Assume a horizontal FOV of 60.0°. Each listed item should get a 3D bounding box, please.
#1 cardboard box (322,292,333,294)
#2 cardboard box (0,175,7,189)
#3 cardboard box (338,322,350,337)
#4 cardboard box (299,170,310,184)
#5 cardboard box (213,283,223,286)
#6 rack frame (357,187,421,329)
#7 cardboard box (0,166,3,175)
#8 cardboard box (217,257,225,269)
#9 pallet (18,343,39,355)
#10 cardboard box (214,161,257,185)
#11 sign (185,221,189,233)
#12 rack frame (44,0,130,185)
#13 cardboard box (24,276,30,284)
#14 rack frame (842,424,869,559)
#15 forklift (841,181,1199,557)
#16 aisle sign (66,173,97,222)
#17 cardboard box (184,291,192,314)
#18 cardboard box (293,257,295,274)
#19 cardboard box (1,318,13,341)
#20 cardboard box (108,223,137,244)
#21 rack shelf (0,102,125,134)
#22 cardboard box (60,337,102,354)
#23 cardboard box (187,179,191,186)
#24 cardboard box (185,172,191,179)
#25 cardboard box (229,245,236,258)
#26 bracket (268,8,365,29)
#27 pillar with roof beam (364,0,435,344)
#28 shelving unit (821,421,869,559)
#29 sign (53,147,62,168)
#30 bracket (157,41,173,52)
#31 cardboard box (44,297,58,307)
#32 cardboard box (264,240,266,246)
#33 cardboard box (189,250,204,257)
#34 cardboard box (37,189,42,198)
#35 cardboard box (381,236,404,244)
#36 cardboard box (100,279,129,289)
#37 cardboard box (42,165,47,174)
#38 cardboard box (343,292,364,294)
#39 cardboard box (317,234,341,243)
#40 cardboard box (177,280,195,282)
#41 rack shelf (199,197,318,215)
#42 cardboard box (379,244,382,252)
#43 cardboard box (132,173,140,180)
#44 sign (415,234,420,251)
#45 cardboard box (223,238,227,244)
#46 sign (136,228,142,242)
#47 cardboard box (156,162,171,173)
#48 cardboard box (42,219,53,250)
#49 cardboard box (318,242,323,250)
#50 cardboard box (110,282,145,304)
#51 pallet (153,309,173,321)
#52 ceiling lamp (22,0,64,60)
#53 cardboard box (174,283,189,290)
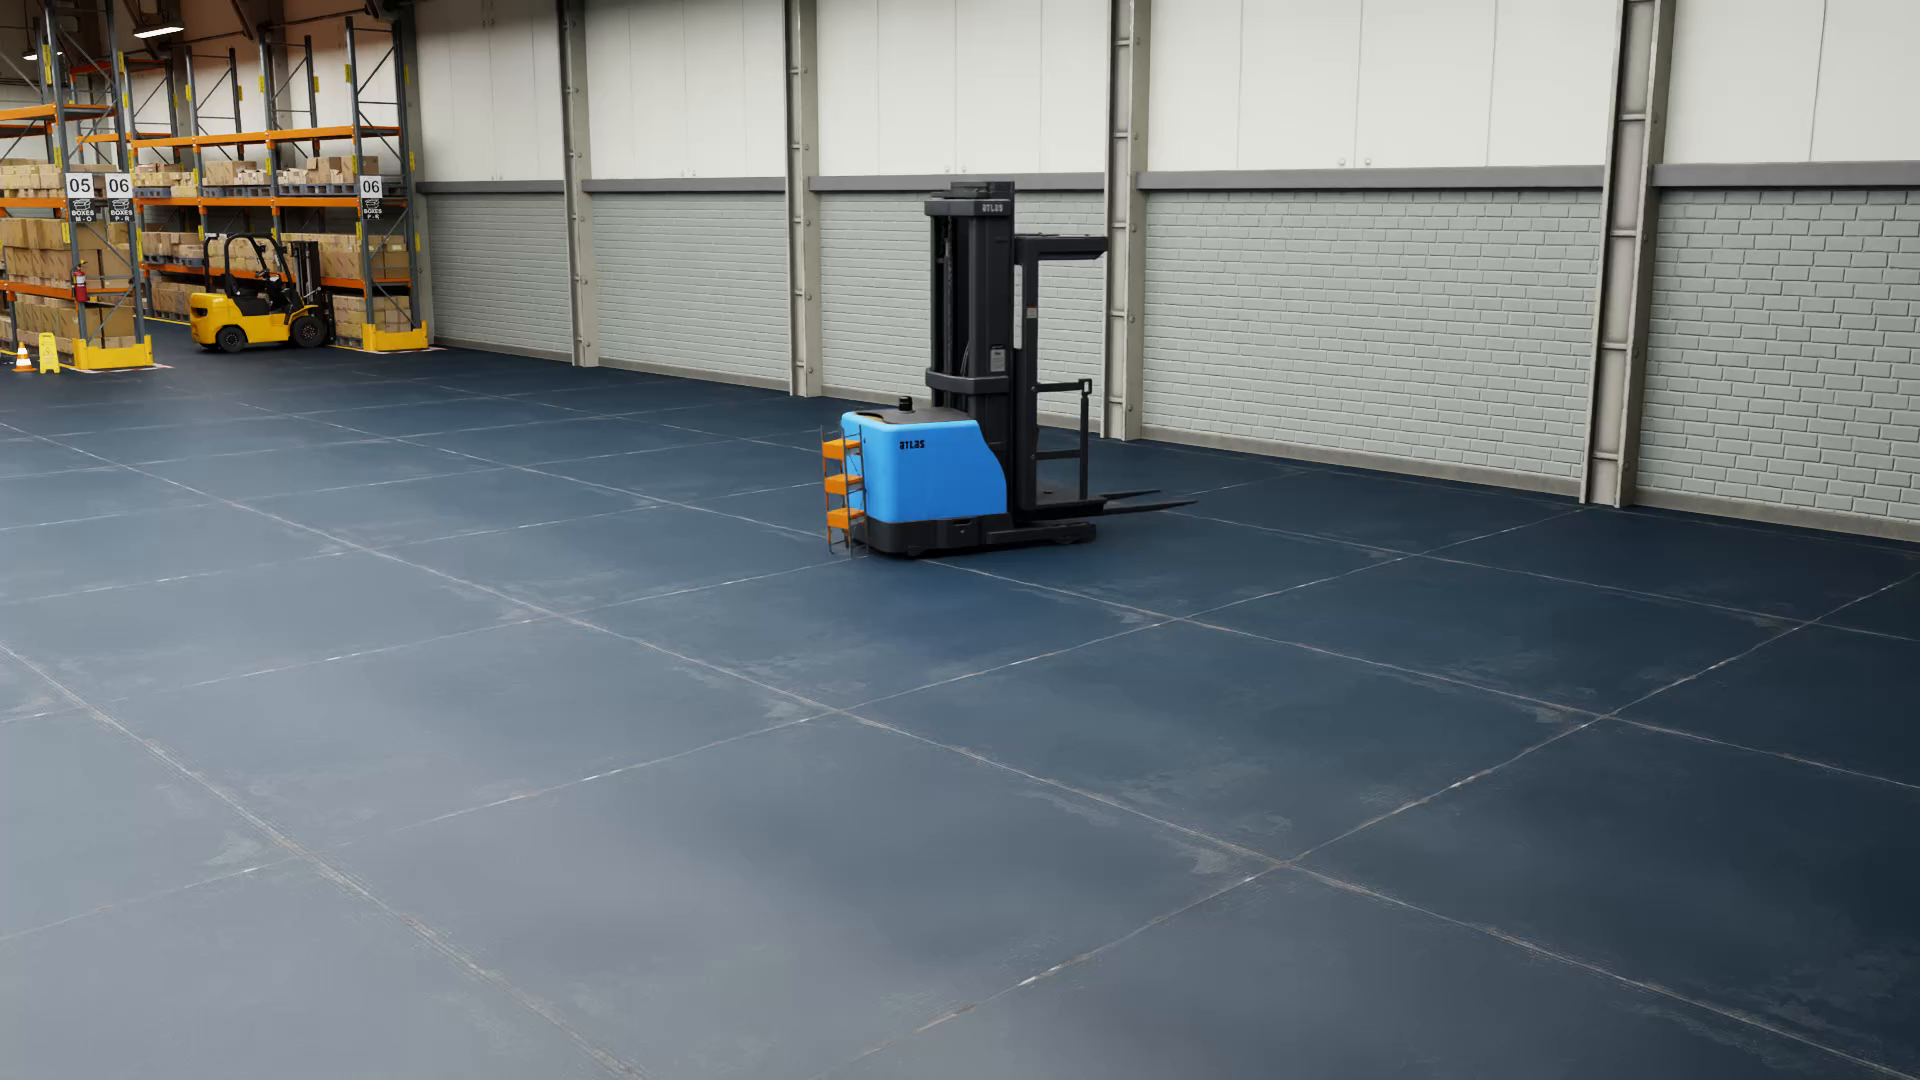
[{"bbox_3d":[-12.640,-4.761,32.881,0.500,0.250,0.500,-10,15,-41],"label":"cardboard box"},{"bbox_3d":[-16.927,-6.420,29.841,0.500,0.250,0.500,-11,16,-44],"label":"cardboard box"},{"bbox_3d":[-11.572,-4.047,31.895,0.500,0.250,0.500,-11,16,-43],"label":"cardboard box"},{"bbox_3d":[-12.640,-7.072,32.417,0.258,0.266,0.396,11,16,44],"label":"cardboard box"},{"bbox_3d":[-17.072,-5.827,38.309,0.380,0.149,0.250,-11,16,-44],"label":"cardboard box"},{"bbox_3d":[-10.683,-5.090,31.182,1.000,3.000,0.127,-11,16,-43],"label":"rack frame"},{"bbox_3d":[-17.051,-6.626,29.853,0.380,0.149,0.250,-11,16,-44],"label":"cardboard box"},{"bbox_3d":[-15.734,-6.011,36.024,0.500,0.250,0.500,-11,16,-44],"label":"cardboard box"},{"bbox_3d":[-16.543,-3.522,30.485,1.003,0.211,1.213,-11,16,-43],"label":"pallet"},{"bbox_3d":[-15.463,-7.831,35.516,0.700,0.500,0.500,-11,16,-44],"label":"cardboard box"},{"bbox_3d":[-18.571,-7.486,39.943,0.100,0.325,0.005,-11,16,-43],"label":"sign"},{"bbox_3d":[-14.270,-7.336,27.216,1.000,3.000,0.127,-11,16,-43],"label":"rack frame"},{"bbox_3d":[-16.484,-4.662,29.730,0.380,0.149,0.250,-10,15,-41],"label":"cardboard box"},{"bbox_3d":[-0.822,-0.382,13.129,0.008,1.050,0.200,10,19,41],"label":"rack frame"},{"bbox_3d":[0.569,-1.484,13.852,3.031,2.935,1.130,-5,13,-25],"label":"forklift"},{"bbox_3d":[-14.437,-5.621,27.319,0.394,0.787,0.004,-11,16,-43],"label":"aisle sign"},{"bbox_3d":[-17.356,-5.421,37.943,0.500,0.500,0.500,-10,15,-40],"label":"cardboard box"},{"bbox_3d":[-12.956,-5.547,33.156,0.500,0.500,0.500,-11,16,-42],"label":"cardboard box"},{"bbox_3d":[-17.397,-3.976,31.248,0.950,0.372,0.625,-11,16,-42],"label":"cardboard box"},{"bbox_3d":[-20.578,-7.542,40.859,0.500,0.500,0.500,-10,16,-41],"label":"cardboard box"},{"bbox_3d":[-15.651,-7.274,28.706,1.077,0.370,4.000,-11,16,-43],"label":"rack shelf"},{"bbox_3d":[-15.040,-3.340,28.464,0.500,0.250,0.500,-11,16,-43],"label":"cardboard box"},{"bbox_3d":[-16.954,-7.949,37.009,0.380,0.149,0.250,-10,16,-41],"label":"cardboard box"},{"bbox_3d":[-16.984,-8.088,36.946,0.250,0.149,0.380,11,16,43],"label":"cardboard box"},{"bbox_3d":[-15.384,-6.178,35.595,0.500,0.250,0.500,11,16,44],"label":"cardboard box"},{"bbox_3d":[-12.834,-10.405,33.195,0.076,0.066,4.783,-11,16,-43],"label":"bracket"},{"bbox_3d":[-13.625,-7.655,28.767,9.100,9.000,0.548,-11,16,-43],"label":"pillar with roof beam"},{"bbox_3d":[-0.913,-0.398,13.209,0.252,1.050,0.215,10,19,41],"label":"shelving unit"},{"bbox_3d":[-14.686,-6.226,27.068,0.100,0.325,0.005,-11,16,-43],"label":"sign"},{"bbox_3d":[-18.769,-11.659,39.282,0.235,0.232,0.430,-11,16,-43],"label":"bracket"},{"bbox_3d":[-15.666,-4.142,28.889,0.380,0.149,0.250,-10,15,-40],"label":"cardboard box"},{"bbox_3d":[-14.164,-6.137,34.411,0.380,0.149,0.250,-11,16,-43],"label":"cardboard box"},{"bbox_3d":[-16.939,-6.382,37.037,0.380,0.149,0.250,-11,16,-42],"label":"cardboard box"},{"bbox_3d":[-15.583,-5.947,28.534,0.250,0.149,0.380,11,16,44],"label":"cardboard box"},{"bbox_3d":[-10.760,-5.681,31.458,0.380,0.149,0.250,-11,16,-44],"label":"cardboard box"},{"bbox_3d":[-14.355,-4.353,28.228,0.380,0.149,0.250,-11,16,-42],"label":"cardboard box"},{"bbox_3d":[-15.359,-6.301,28.273,0.380,0.149,0.250,-11,16,-43],"label":"cardboard box"},{"bbox_3d":[-11.912,-4.757,32.865,0.500,0.250,0.500,-11,16,-44],"label":"cardboard box"},{"bbox_3d":[-12.308,-5.887,32.460,0.380,0.149,0.250,-11,16,-42],"label":"cardboard box"},{"bbox_3d":[-18.507,-6.126,39.761,0.250,0.149,0.380,11,16,43],"label":"cardboard box"},{"bbox_3d":[-14.826,-7.082,35.202,1.077,0.370,4.000,-11,16,-43],"label":"rack shelf"},{"bbox_3d":[-10.946,-5.569,31.654,0.380,0.149,0.250,-11,16,-43],"label":"cardboard box"},{"bbox_3d":[-19.081,-8.483,38.814,0.380,0.149,0.250,-10,15,-41],"label":"cardboard box"},{"bbox_3d":[-10.277,-5.629,31.457,0.100,0.325,0.005,-11,16,-43],"label":"sign"},{"bbox_3d":[-15.629,-6.427,35.819,0.380,0.149,0.250,-11,16,-42],"label":"cardboard box"},{"bbox_3d":[-19.357,-7.188,39.222,0.100,0.325,0.005,-11,16,-43],"label":"sign"},{"bbox_3d":[-18.709,-8.755,39.110,0.396,0.266,0.258,-11,16,-43],"label":"cardboard box"},{"bbox_3d":[-15.125,-5.201,28.258,0.700,0.500,0.500,-11,16,-42],"label":"cardboard box"},{"bbox_3d":[-12.362,-5.728,32.427,0.380,0.149,0.250,-11,16,-44],"label":"cardboard box"},{"bbox_3d":[-20.816,-6.173,41.596,0.700,0.500,0.500,-10,15,-40],"label":"cardboard box"},{"bbox_3d":[-18.381,-5.362,39.413,1.003,0.211,1.213,-11,16,-43],"label":"pallet"},{"bbox_3d":[-19.981,-12.210,36.407,0.800,3.185,2.000,-11,16,-43],"label":"ceiling lamp"},{"bbox_3d":[-17.968,-5.869,38.510,0.380,0.149,0.250,-10,15,-41],"label":"cardboard box"}]
